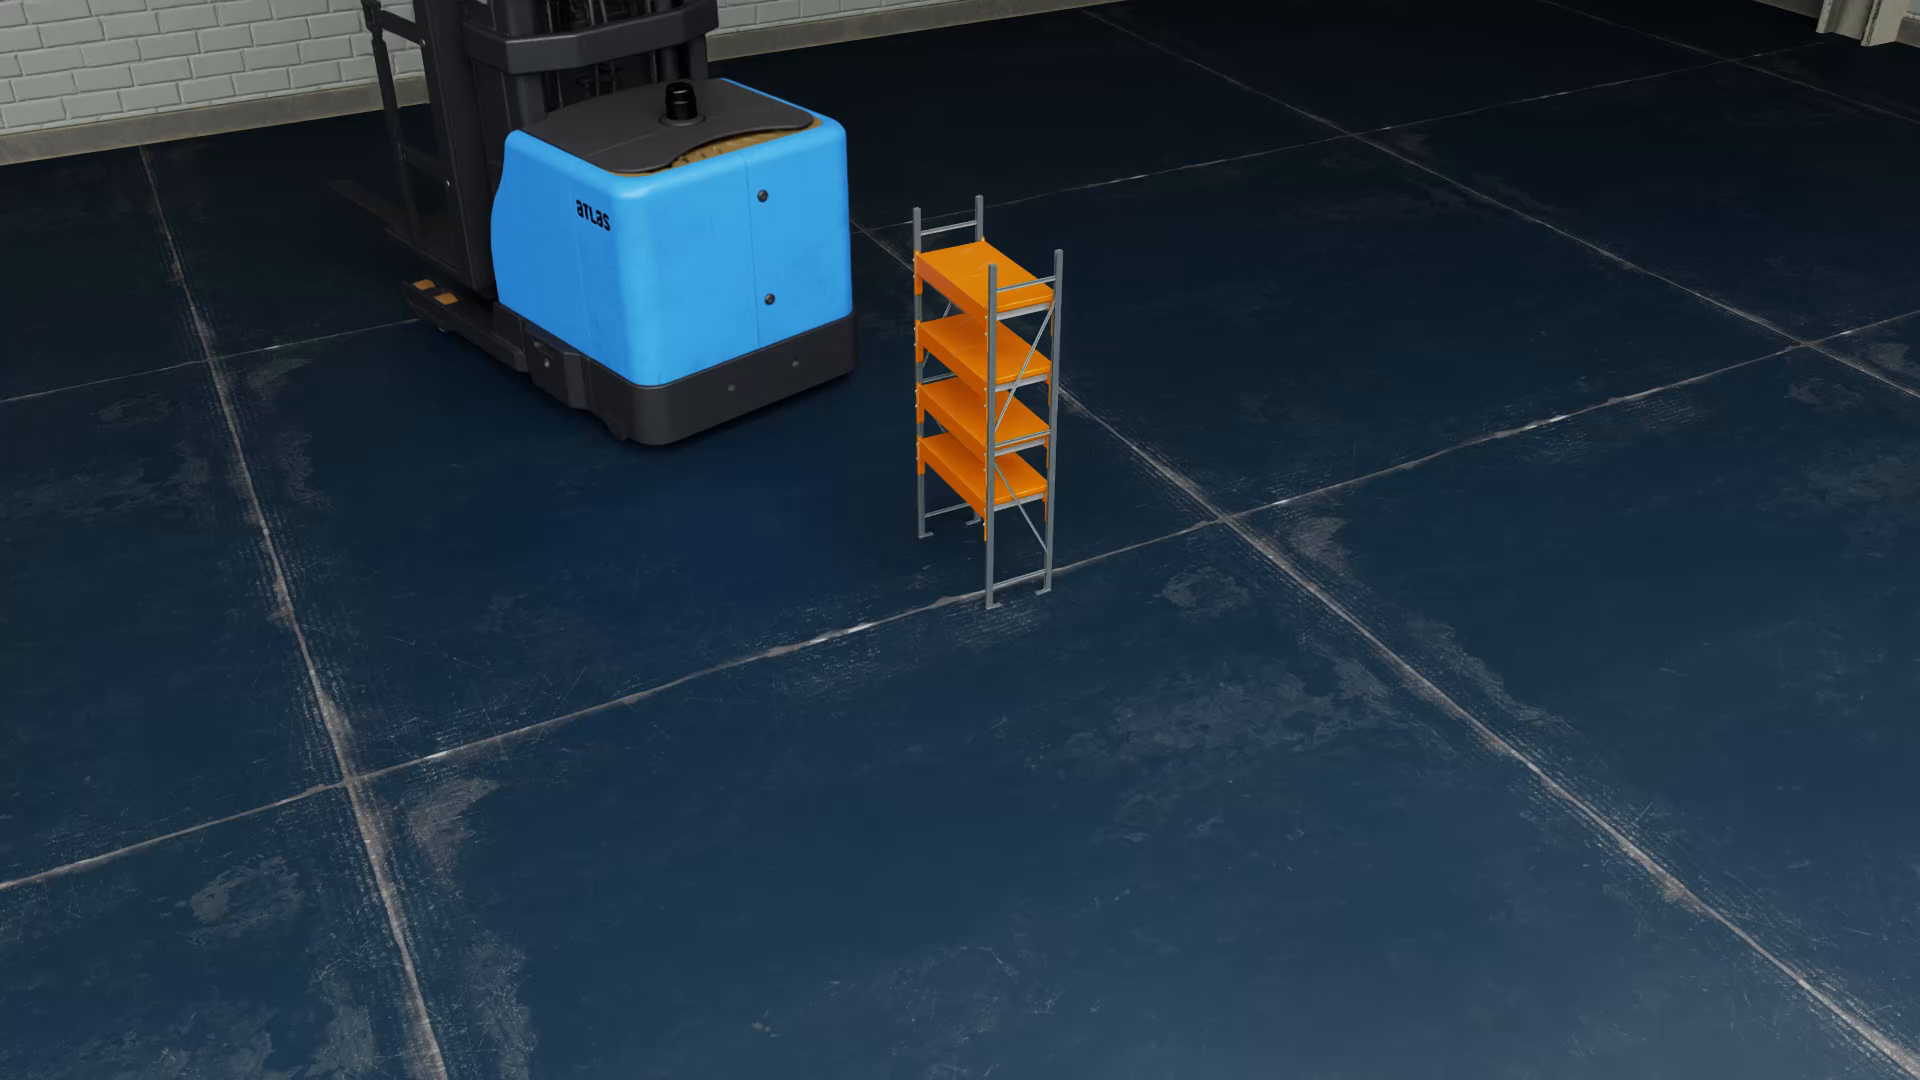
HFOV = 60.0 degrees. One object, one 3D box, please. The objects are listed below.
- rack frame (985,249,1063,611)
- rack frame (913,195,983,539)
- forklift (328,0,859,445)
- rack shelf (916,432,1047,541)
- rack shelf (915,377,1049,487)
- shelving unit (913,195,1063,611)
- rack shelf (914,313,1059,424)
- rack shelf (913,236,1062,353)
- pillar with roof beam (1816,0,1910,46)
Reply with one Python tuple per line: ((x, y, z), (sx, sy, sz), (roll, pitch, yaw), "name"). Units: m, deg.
((0.191, -0.310, 5.121), (0.240, 1.200, 0.015), (-16, 36, -23), "rack frame")
((-0.037, -0.543, 5.485), (0.240, 1.200, 0.015), (-16, 36, -23), "rack frame")
((-1.778, -2.292, 6.611), (1.130, 2.935, 3.031), (-26, 41, -35), "forklift")
((0.077, -0.202, 5.446), (0.258, 0.148, 0.480), (-16, 36, -23), "rack shelf")
((0.077, -0.370, 5.339), (0.258, 0.148, 0.480), (-16, 36, -23), "rack shelf")
((0.077, -0.426, 5.303), (0.258, 1.200, 0.503), (-16, 36, -23), "shelving unit")
((0.077, -0.558, 5.219), (0.258, 0.148, 0.480), (-16, 36, -23), "rack shelf")
((0.077, -0.757, 5.091), (0.258, 0.148, 0.480), (-16, 36, -23), "rack shelf")
((2.078, -6.017, 6.801), (9.100, 9.000, 0.400), (-16, 36, -23), "pillar with roof beam")
